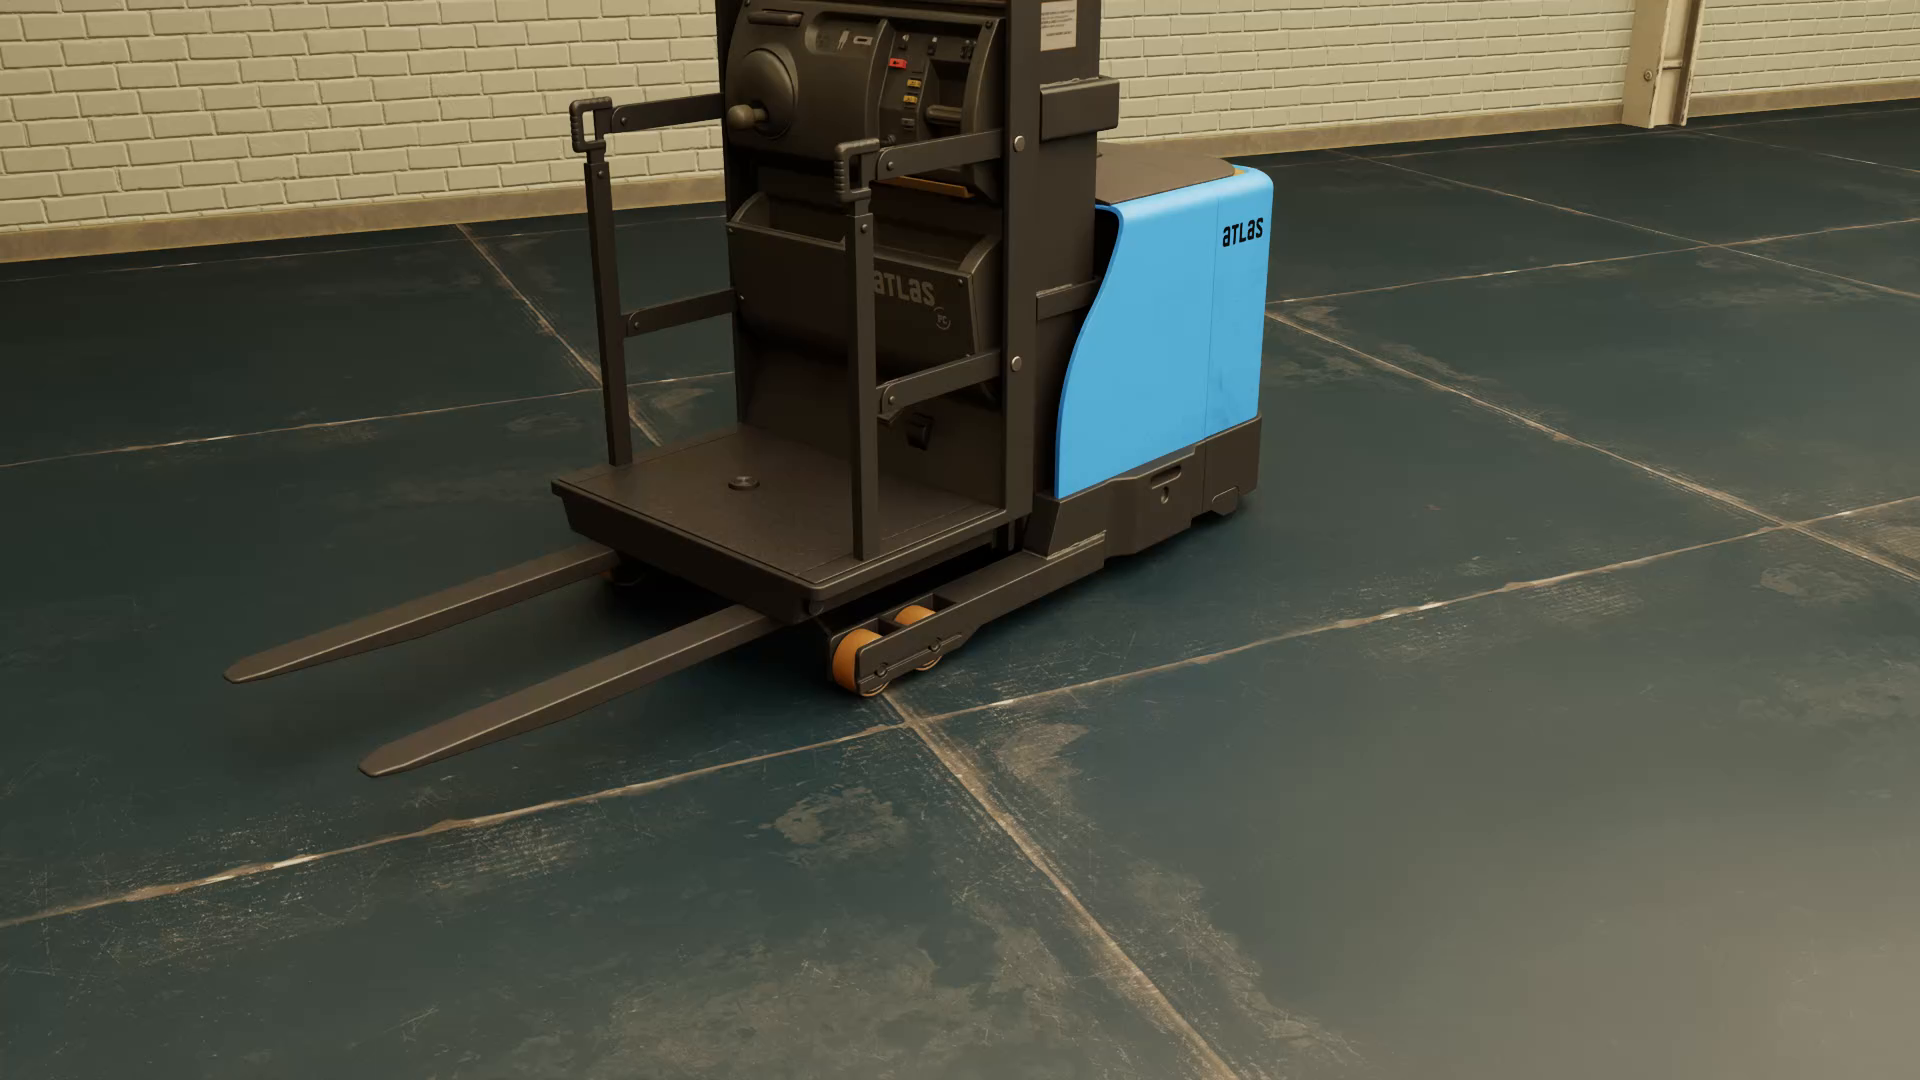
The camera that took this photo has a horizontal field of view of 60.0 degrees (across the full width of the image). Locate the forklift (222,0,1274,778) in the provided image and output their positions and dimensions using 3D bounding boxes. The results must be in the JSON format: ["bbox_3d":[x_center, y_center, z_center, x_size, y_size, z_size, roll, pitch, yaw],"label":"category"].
[{"bbox_3d":[-0.413,-1.182,4.131,1.130,2.935,3.031,19,29,39],"label":"forklift"}]
